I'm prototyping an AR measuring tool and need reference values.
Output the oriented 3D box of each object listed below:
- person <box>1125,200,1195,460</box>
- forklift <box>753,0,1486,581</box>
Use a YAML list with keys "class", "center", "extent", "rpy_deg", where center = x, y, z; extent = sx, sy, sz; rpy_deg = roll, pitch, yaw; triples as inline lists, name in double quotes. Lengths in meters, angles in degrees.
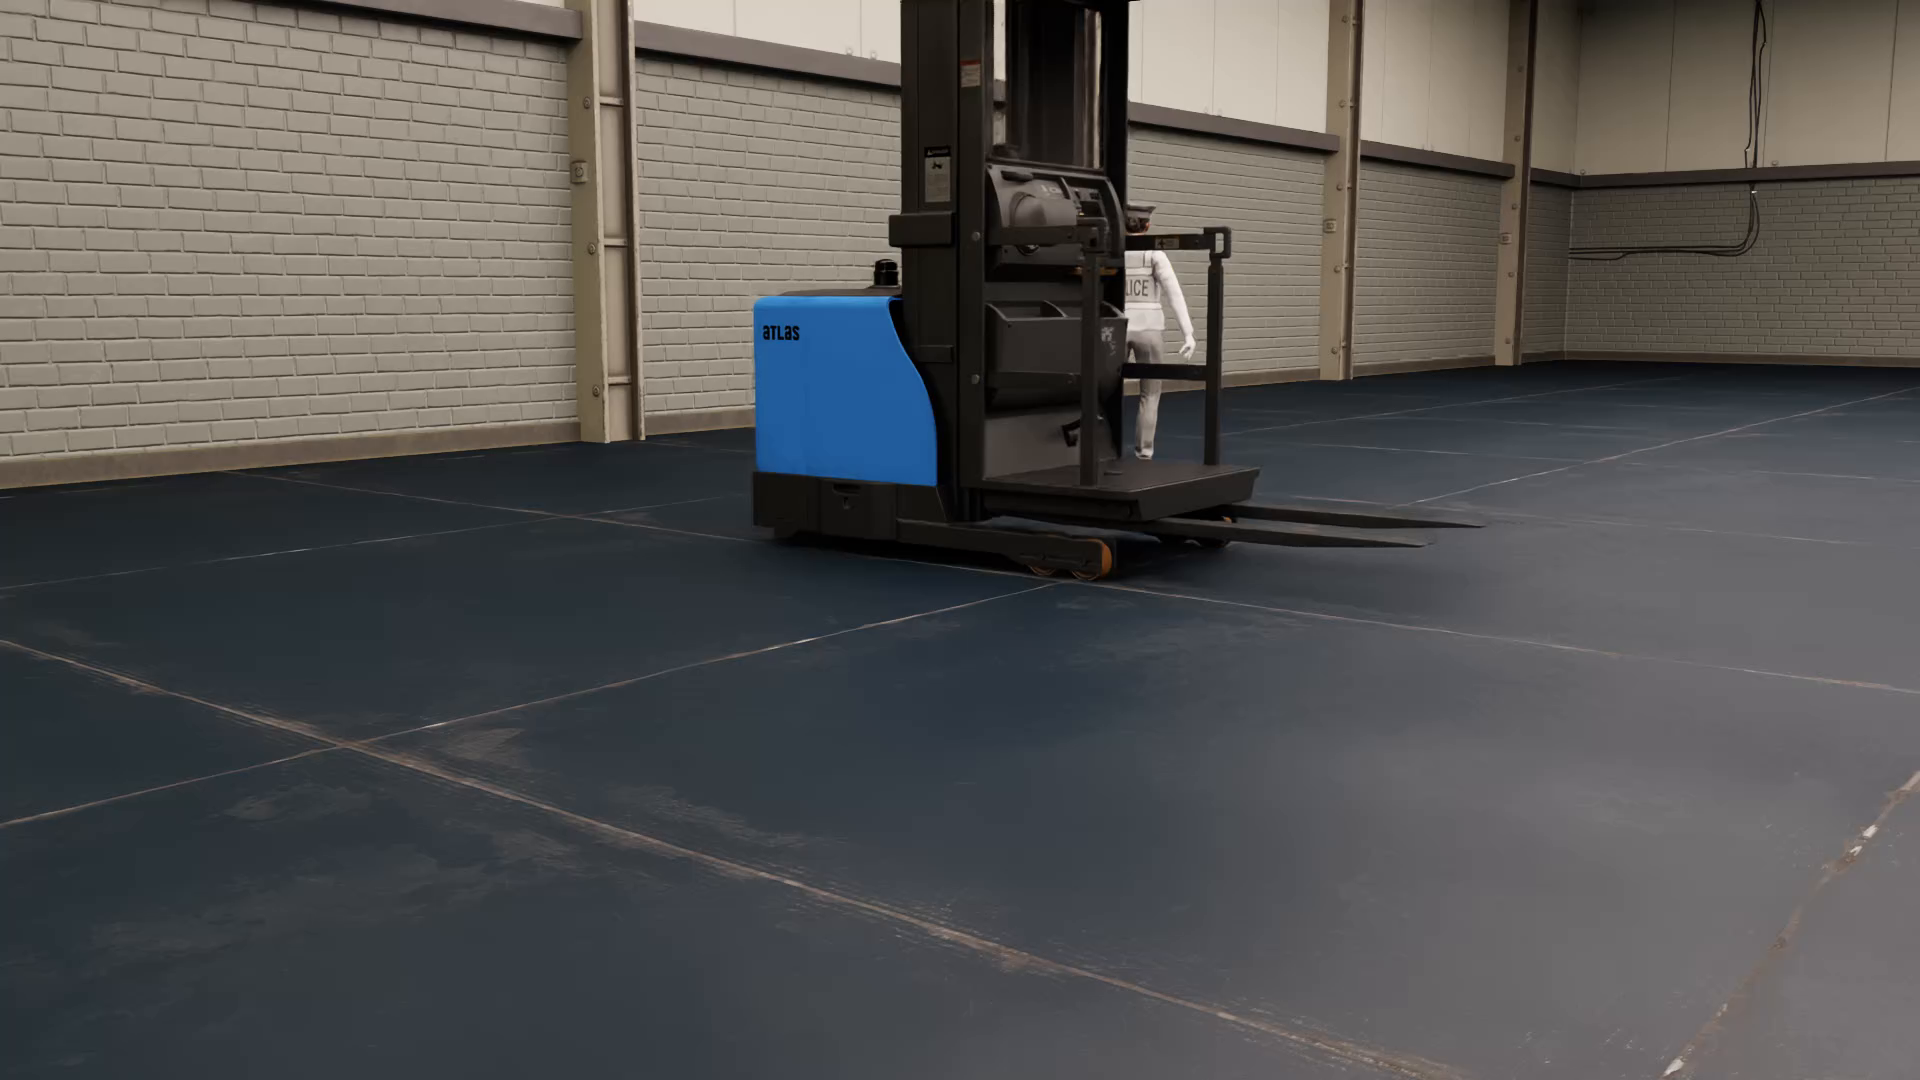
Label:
- class: "person"
  center: [1.049, -1.212, 10.031]
  extent: [0.787, 1.652, 0.653]
  rpy_deg: [2, 9, 16]
- class: "forklift"
  center: [0.569, -1.379, 6.709]
  extent: [3.031, 2.935, 1.130]
  rpy_deg: [6, 10, 36]
